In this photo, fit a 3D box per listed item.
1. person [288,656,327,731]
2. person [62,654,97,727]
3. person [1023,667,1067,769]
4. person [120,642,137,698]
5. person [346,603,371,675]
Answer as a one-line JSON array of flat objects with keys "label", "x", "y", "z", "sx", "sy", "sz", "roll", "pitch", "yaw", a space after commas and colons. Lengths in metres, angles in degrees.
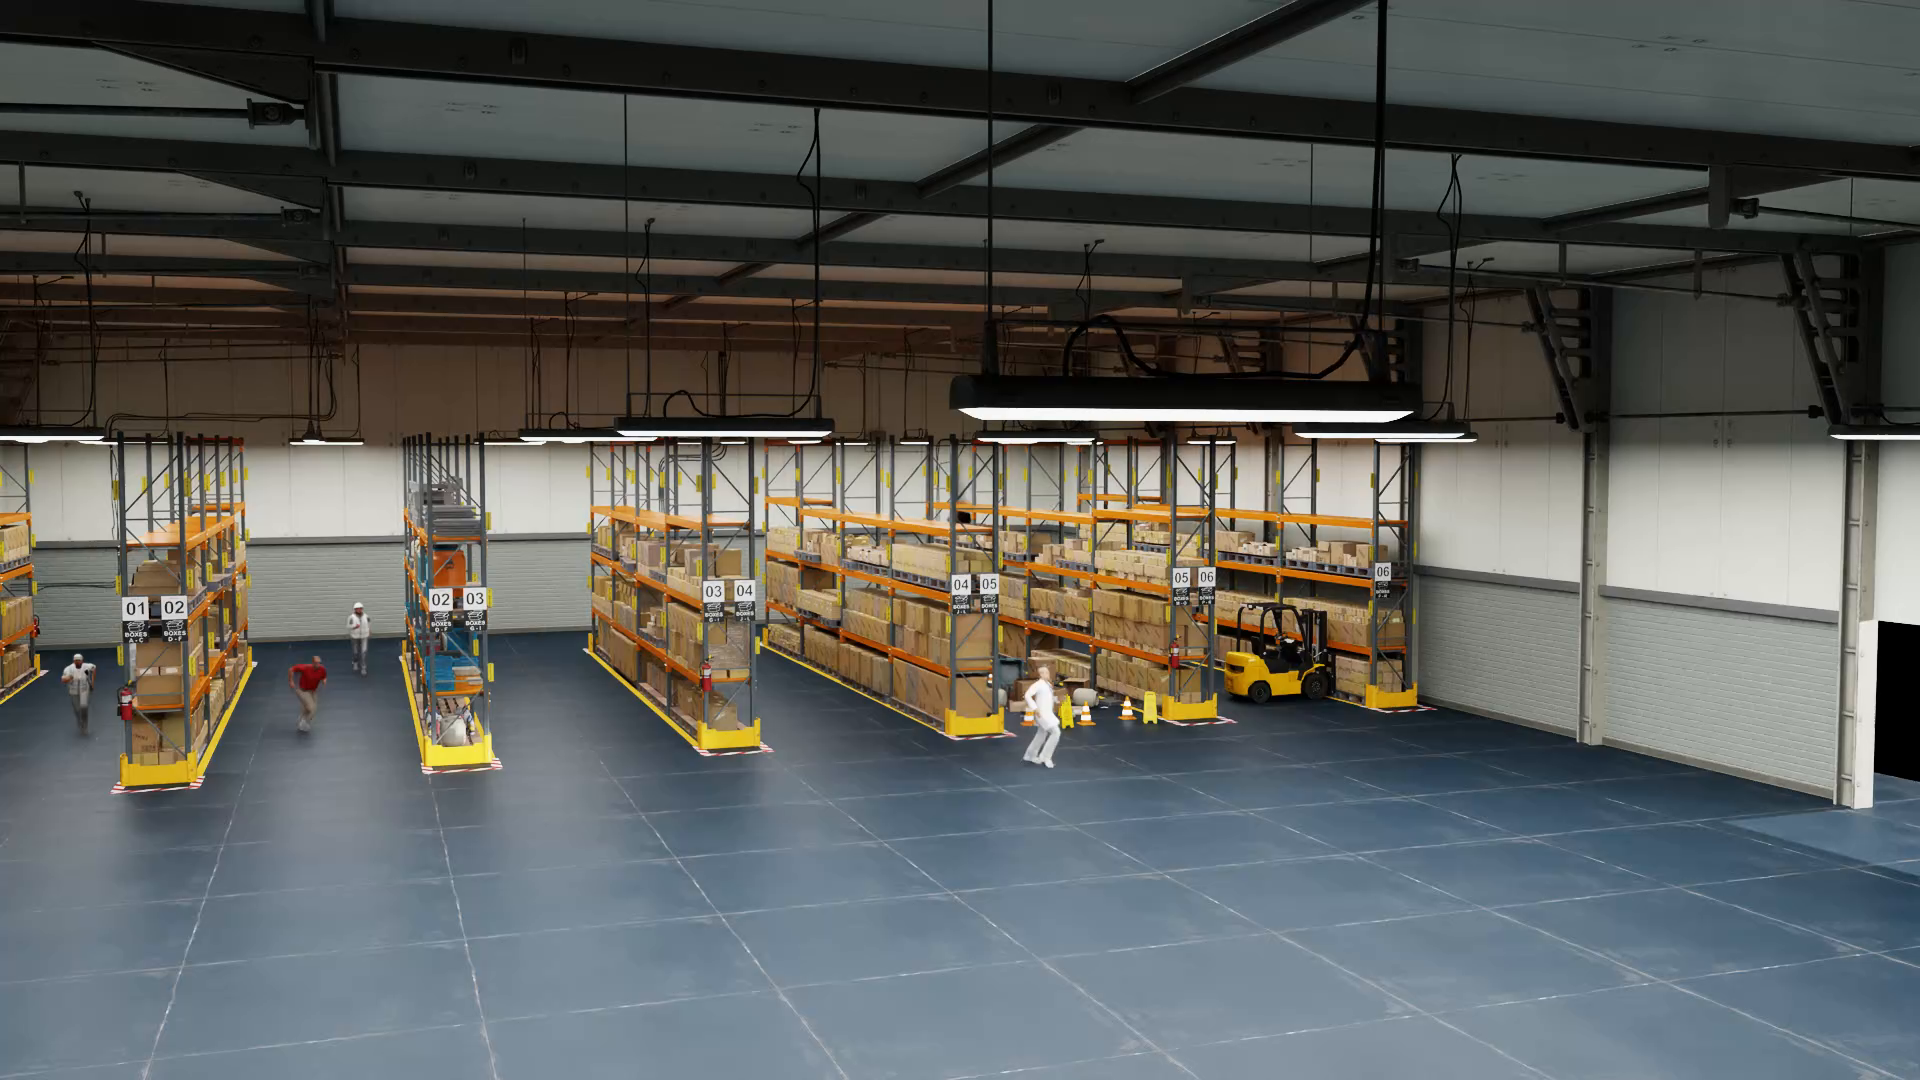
[{"label": "person", "x": -13.090, "y": 3.086, "z": 33.375, "sx": 0.945, "sy": 1.552, "sz": 0.698, "roll": 2, "pitch": 4, "yaw": 37}, {"label": "person", "x": -17.587, "y": 2.998, "z": 33.210, "sx": 0.572, "sy": 1.500, "sz": 0.868, "roll": -1, "pitch": 3, "yaw": -19}, {"label": "person", "x": 1.518, "y": 3.188, "z": 29.828, "sx": 0.804, "sy": 1.828, "sz": 0.673, "roll": 1, "pitch": 3, "yaw": 14}, {"label": "person", "x": -18.473, "y": 2.800, "z": 37.265, "sx": 0.706, "sy": 1.729, "sz": 0.657, "roll": -1, "pitch": 3, "yaw": -19}, {"label": "person", "x": -15.231, "y": 2.481, "z": 42.146, "sx": 0.635, "sy": 1.804, "sz": 0.907, "roll": -2, "pitch": 4, "yaw": -26}]
